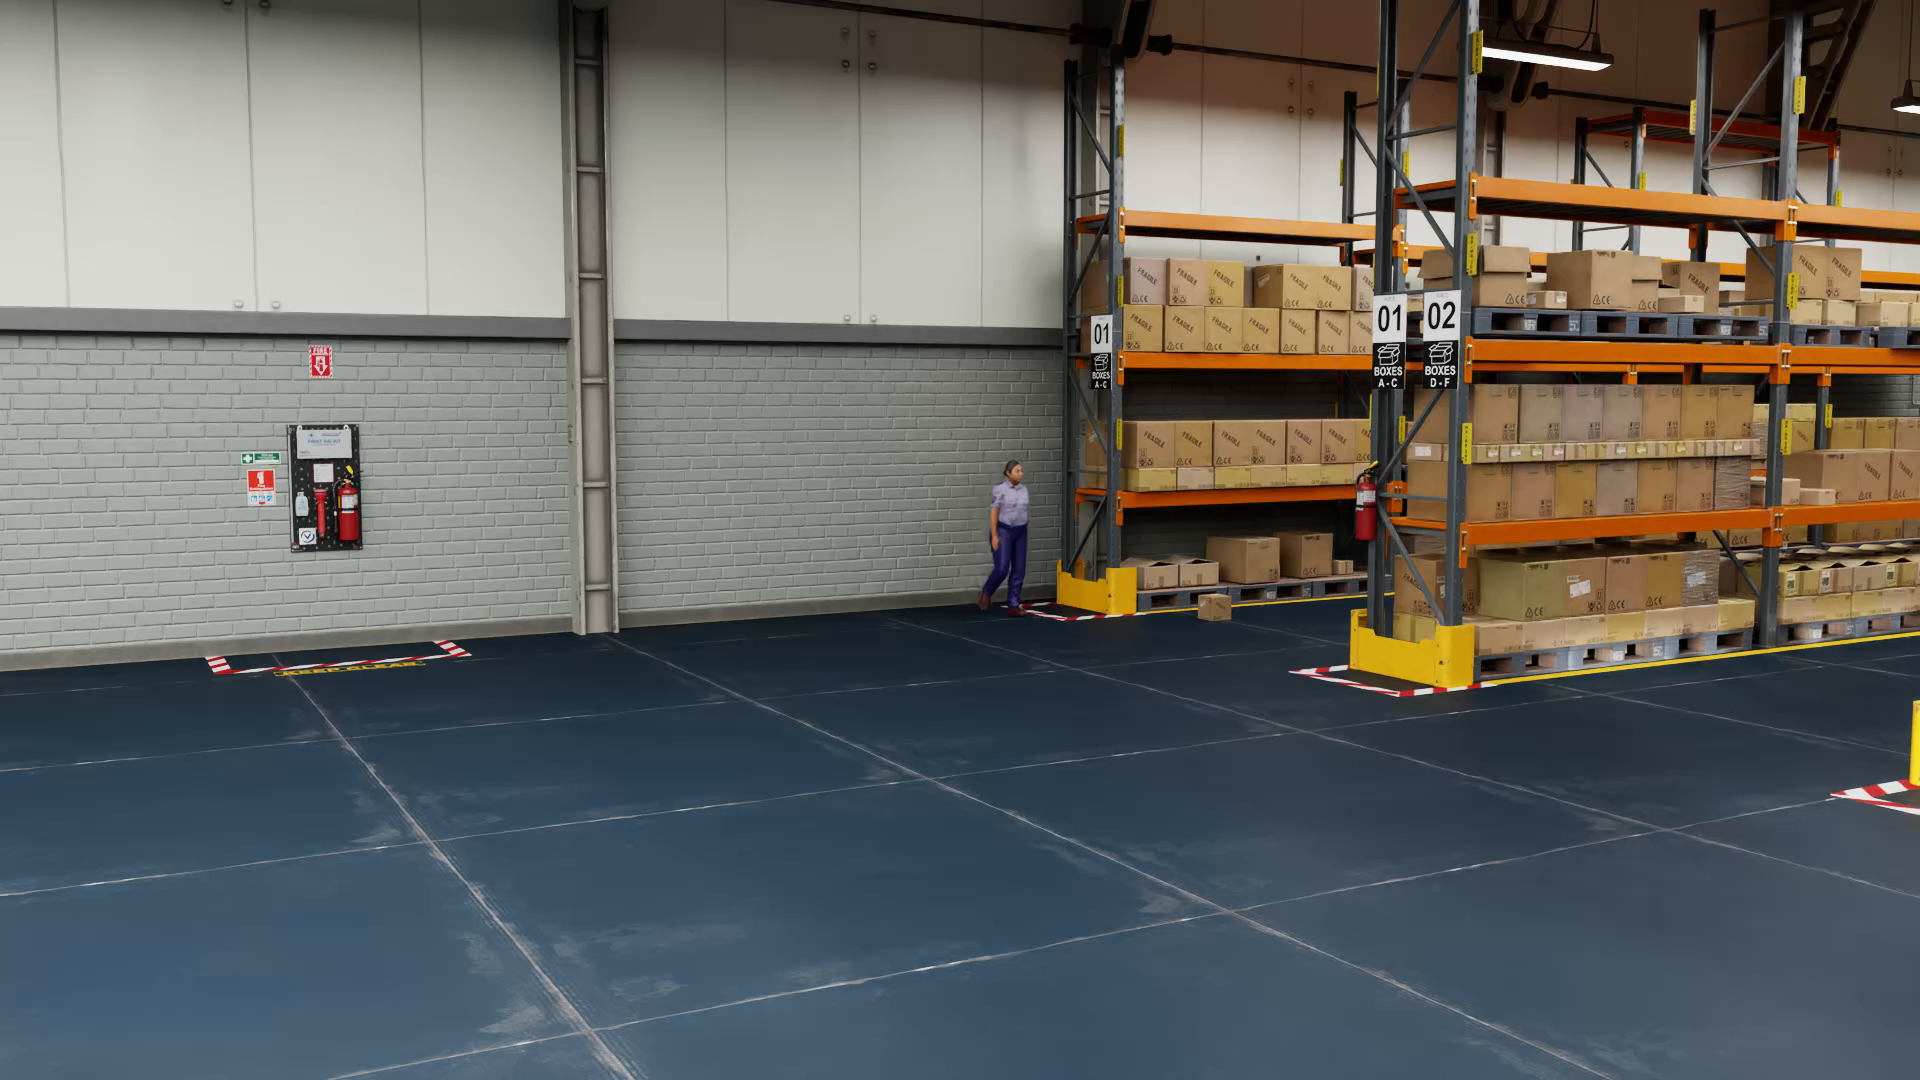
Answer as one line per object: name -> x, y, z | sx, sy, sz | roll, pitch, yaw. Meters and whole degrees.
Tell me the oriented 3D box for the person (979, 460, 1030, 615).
person -> 0.492, -0.025, 17.672 | 0.503, 1.630, 0.514 | -4, 6, -37
